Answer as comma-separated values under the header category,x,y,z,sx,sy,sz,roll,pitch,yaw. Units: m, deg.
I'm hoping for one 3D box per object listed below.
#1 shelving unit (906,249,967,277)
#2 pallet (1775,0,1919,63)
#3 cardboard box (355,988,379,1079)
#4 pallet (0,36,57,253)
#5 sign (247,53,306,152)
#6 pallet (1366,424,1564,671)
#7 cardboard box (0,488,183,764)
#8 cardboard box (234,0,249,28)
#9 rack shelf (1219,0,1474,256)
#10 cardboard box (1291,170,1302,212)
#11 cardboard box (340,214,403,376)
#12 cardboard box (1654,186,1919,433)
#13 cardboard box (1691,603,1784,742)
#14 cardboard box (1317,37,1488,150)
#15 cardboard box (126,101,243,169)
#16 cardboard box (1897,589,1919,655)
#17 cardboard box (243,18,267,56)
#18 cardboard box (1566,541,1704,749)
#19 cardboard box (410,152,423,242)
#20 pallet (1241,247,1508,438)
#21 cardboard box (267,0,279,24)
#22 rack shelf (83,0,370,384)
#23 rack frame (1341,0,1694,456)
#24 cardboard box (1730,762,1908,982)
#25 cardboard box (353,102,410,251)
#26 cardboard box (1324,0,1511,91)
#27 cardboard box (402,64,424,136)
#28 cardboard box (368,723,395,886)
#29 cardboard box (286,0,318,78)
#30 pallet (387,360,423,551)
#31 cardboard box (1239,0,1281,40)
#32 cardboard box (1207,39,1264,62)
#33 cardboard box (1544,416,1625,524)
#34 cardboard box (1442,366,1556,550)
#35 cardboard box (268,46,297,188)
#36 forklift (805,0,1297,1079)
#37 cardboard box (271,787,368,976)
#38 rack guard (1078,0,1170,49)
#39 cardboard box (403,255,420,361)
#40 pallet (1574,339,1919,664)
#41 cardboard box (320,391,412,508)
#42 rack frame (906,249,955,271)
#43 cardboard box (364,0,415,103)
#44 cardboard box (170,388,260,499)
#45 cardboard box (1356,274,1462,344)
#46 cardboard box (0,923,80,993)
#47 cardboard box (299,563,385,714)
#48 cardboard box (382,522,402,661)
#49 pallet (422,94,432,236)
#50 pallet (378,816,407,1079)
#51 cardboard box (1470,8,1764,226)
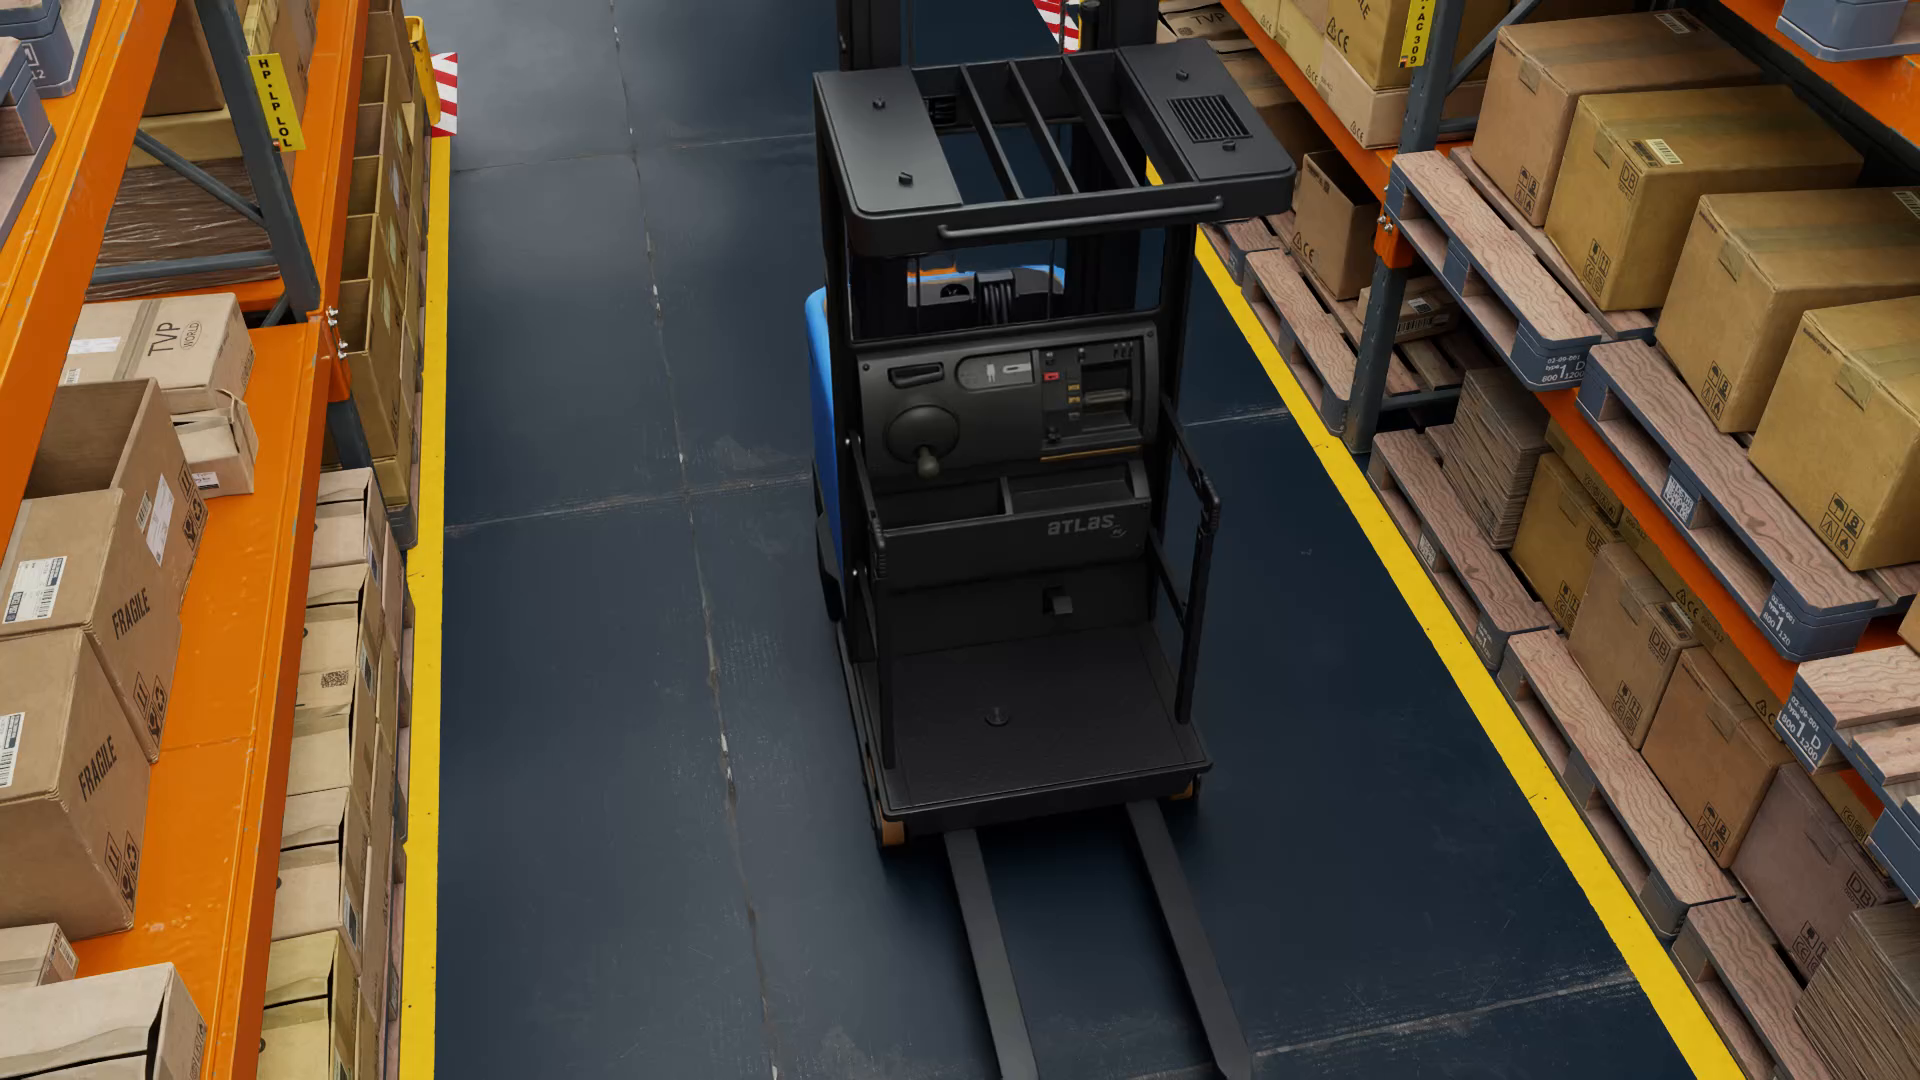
category,x,y,z,sx,sy,sz,roll,pitch,yaw
shelving unit,-0.096,-0.713,6.763,0.215,1.050,0.252,-8,42,-8
pallet,2.418,-1.558,4.128,1.213,0.211,1.003,-8,42,-9
cardboard box,-1.864,1.539,4.512,0.500,0.250,0.500,-9,42,-10
pallet,-2.289,-0.492,2.927,1.003,0.211,1.213,-7,42,-7
sign,-2.146,-1.369,5.220,0.100,0.325,0.005,-8,42,-9
pallet,2.332,-0.047,6.644,1.003,0.211,1.213,-8,42,-9
cardboard box,-2.302,0.247,4.137,0.500,0.500,0.500,-8,42,-9
cardboard box,-2.886,-2.018,5.712,0.700,0.500,0.500,-8,42,-9
rack shelf,1.730,-2.621,7.986,1.077,0.370,4.000,-8,42,-9
cardboard box,1.836,-1.732,8.258,0.380,0.149,0.250,-12,43,-13
cardboard box,-2.584,-0.959,6.761,0.500,0.500,0.500,-8,42,-9
cardboard box,2.525,-0.676,4.845,0.700,0.500,0.500,-3,42,-3
cardboard box,2.641,0.318,5.119,0.500,0.250,0.500,-9,42,-9
cardboard box,1.764,-1.809,6.626,0.500,0.250,0.500,-8,42,-9
cardboard box,-2.543,-1.364,5.463,0.380,0.149,0.250,-8,42,-9
cardboard box,2.767,0.135,3.931,0.700,0.500,0.500,-12,43,-13
cardboard box,-2.655,-1.694,5.834,0.380,0.149,0.250,-9,42,-10
cardboard box,2.568,0.315,5.687,0.700,0.500,0.500,-8,42,-9
cardboard box,-2.904,-1.652,8.106,0.500,0.250,0.500,-8,42,-9
pallet,1.983,-0.981,7.697,1.003,0.211,1.213,-8,42,-9
cardboard box,-2.765,-2.026,6.209,0.380,0.149,0.250,-10,43,-11
rack shelf,-3.106,-1.909,7.183,1.077,0.370,4.000,-8,42,-9
rack frame,2.162,-1.594,6.286,1.000,3.000,0.127,-8,42,-9
cardboard box,2.821,0.959,4.961,0.700,0.500,0.500,-8,42,-9
cardboard box,-2.794,-1.608,7.492,0.500,0.500,0.500,-8,42,-9
cardboard box,1.758,-2.088,6.376,0.500,0.500,0.500,-8,42,-9
cardboard box,-3.133,-2.298,8.834,0.500,0.250,0.500,-8,42,-9
cardboard box,-2.083,0.876,5.258,0.500,0.250,0.500,-7,42,-8
cardboard box,-3.112,-2.205,6.899,0.700,0.500,0.500,-7,42,-8
pallet,-2.805,-0.361,6.997,1.003,0.211,1.213,-8,42,-9
cardboard box,1.541,-2.457,7.356,0.500,0.250,0.500,-9,42,-10
cardboard box,1.483,-2.515,9.018,0.500,0.311,0.500,-5,42,-6
cardboard box,2.436,-0.345,5.865,0.500,0.250,0.500,-9,42,-10
cardboard box,2.337,-0.349,6.435,0.700,0.500,0.500,-7,42,-8
cardboard box,-2.896,-1.547,6.158,0.700,0.500,0.500,-9,42,-10
forklift,0.200,-0.340,4.926,1.130,2.935,3.031,-8,42,-8
cardboard box,-1.978,0.988,4.710,0.500,0.311,0.500,-9,42,-10
rack guard,1.315,-3.203,9.981,1.175,0.500,0.348,-8,42,-9
cardboard box,-2.684,-1.004,7.377,0.500,0.250,0.500,-8,42,-9
pallet,2.558,-0.207,4.868,1.003,0.211,1.213,-8,42,-9
cardboard box,-2.478,-0.355,6.645,0.500,0.250,0.500,-8,42,-9
rack frame,-0.120,-0.793,6.852,0.200,1.050,0.008,-8,42,-8
cardboard box,-3.131,-2.579,8.586,0.500,0.500,0.500,-8,42,-9
cardboard box,-2.305,-0.288,4.916,0.396,0.266,0.258,-9,42,-10
cardboard box,2.017,-1.041,7.467,0.380,0.166,0.250,-14,43,-15
cardboard box,-2.141,0.986,3.569,0.380,0.149,0.250,-5,42,-6
cardboard box,-2.188,0.337,5.443,0.500,0.311,0.500,-7,42,-8
cardboard box,-2.301,0.217,6.001,0.500,0.250,0.500,-9,42,-10
pallet,-3.331,-1.942,8.779,1.003,0.211,1.213,-8,42,-9
pallet,-2.210,1.425,4.985,1.003,0.211,1.213,-8,42,-9
cardboard box,2.239,-1.461,5.730,0.700,0.500,0.500,-8,42,-9
